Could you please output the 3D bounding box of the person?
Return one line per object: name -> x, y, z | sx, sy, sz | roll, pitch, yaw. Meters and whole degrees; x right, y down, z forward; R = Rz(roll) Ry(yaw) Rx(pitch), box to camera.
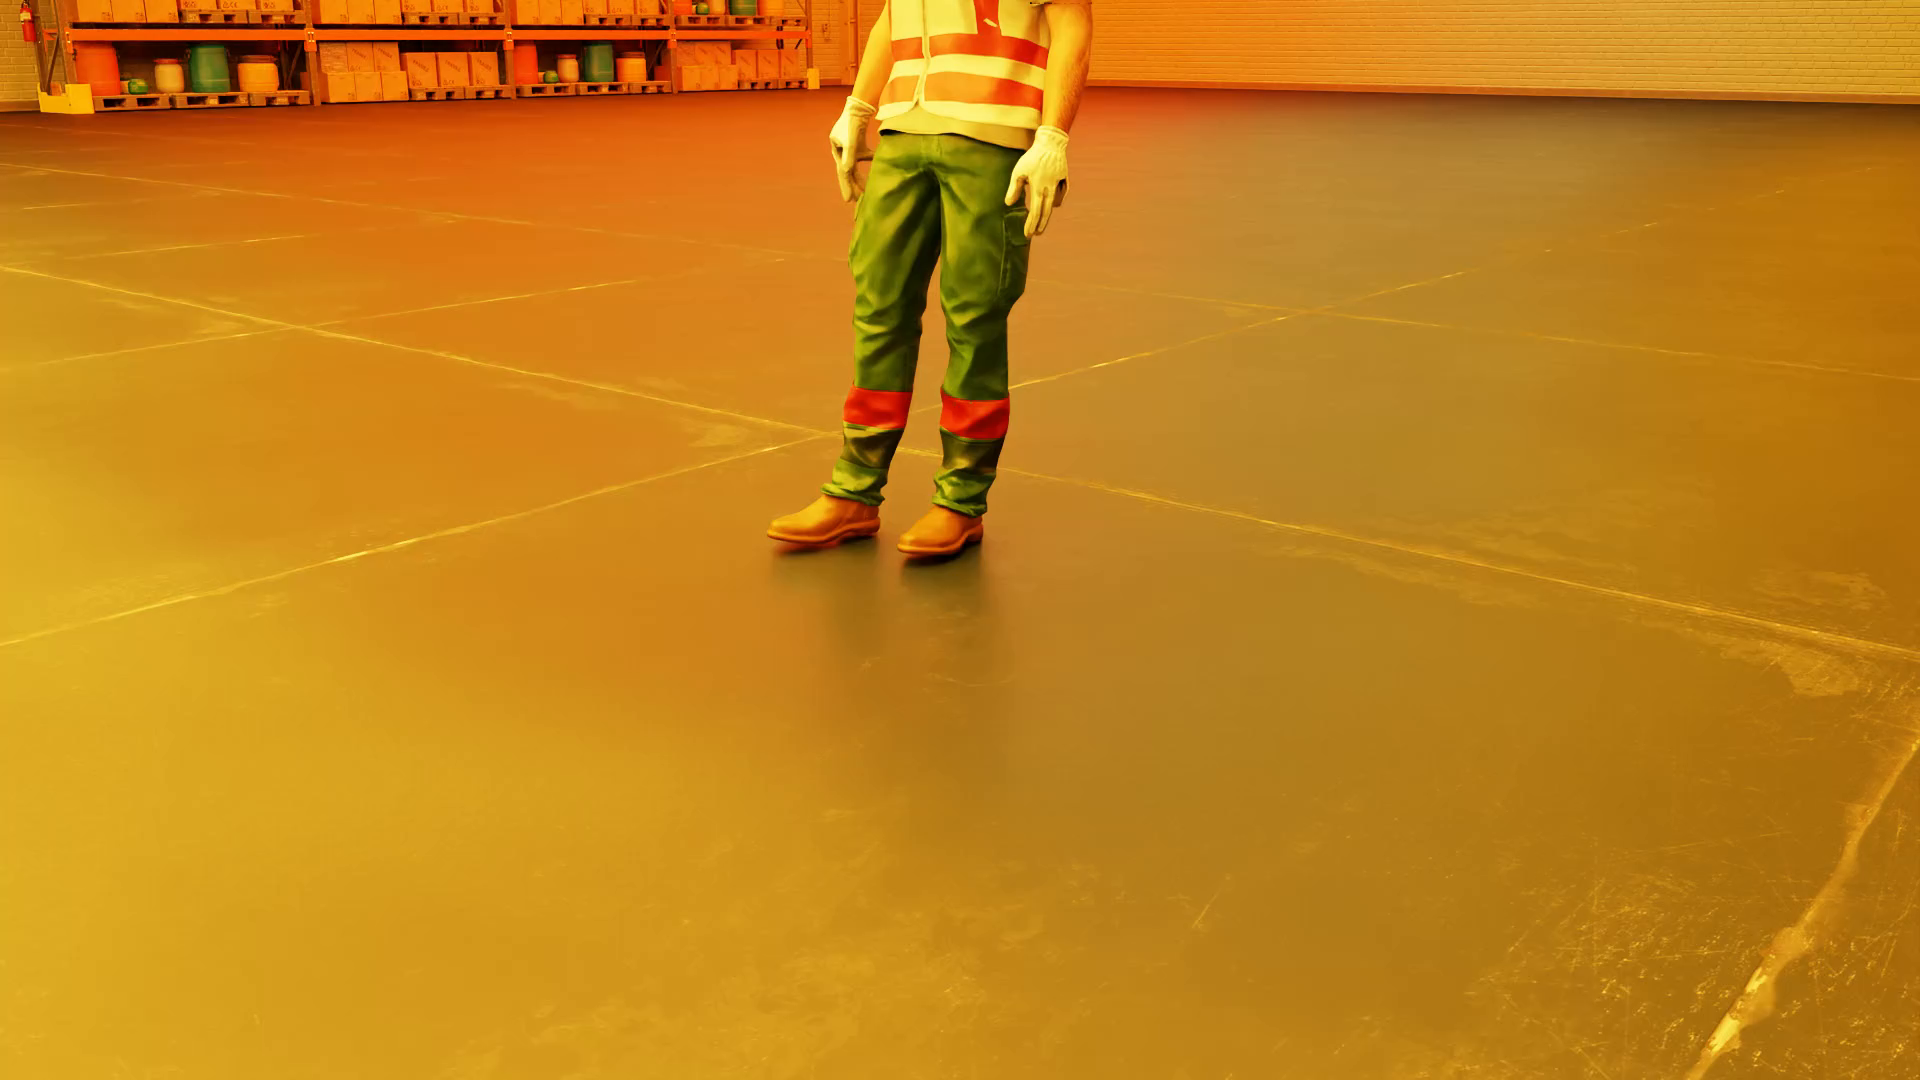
person -> -0.060, -0.847, 3.627 | 0.638, 1.789, 0.562 | 13, 21, 37
